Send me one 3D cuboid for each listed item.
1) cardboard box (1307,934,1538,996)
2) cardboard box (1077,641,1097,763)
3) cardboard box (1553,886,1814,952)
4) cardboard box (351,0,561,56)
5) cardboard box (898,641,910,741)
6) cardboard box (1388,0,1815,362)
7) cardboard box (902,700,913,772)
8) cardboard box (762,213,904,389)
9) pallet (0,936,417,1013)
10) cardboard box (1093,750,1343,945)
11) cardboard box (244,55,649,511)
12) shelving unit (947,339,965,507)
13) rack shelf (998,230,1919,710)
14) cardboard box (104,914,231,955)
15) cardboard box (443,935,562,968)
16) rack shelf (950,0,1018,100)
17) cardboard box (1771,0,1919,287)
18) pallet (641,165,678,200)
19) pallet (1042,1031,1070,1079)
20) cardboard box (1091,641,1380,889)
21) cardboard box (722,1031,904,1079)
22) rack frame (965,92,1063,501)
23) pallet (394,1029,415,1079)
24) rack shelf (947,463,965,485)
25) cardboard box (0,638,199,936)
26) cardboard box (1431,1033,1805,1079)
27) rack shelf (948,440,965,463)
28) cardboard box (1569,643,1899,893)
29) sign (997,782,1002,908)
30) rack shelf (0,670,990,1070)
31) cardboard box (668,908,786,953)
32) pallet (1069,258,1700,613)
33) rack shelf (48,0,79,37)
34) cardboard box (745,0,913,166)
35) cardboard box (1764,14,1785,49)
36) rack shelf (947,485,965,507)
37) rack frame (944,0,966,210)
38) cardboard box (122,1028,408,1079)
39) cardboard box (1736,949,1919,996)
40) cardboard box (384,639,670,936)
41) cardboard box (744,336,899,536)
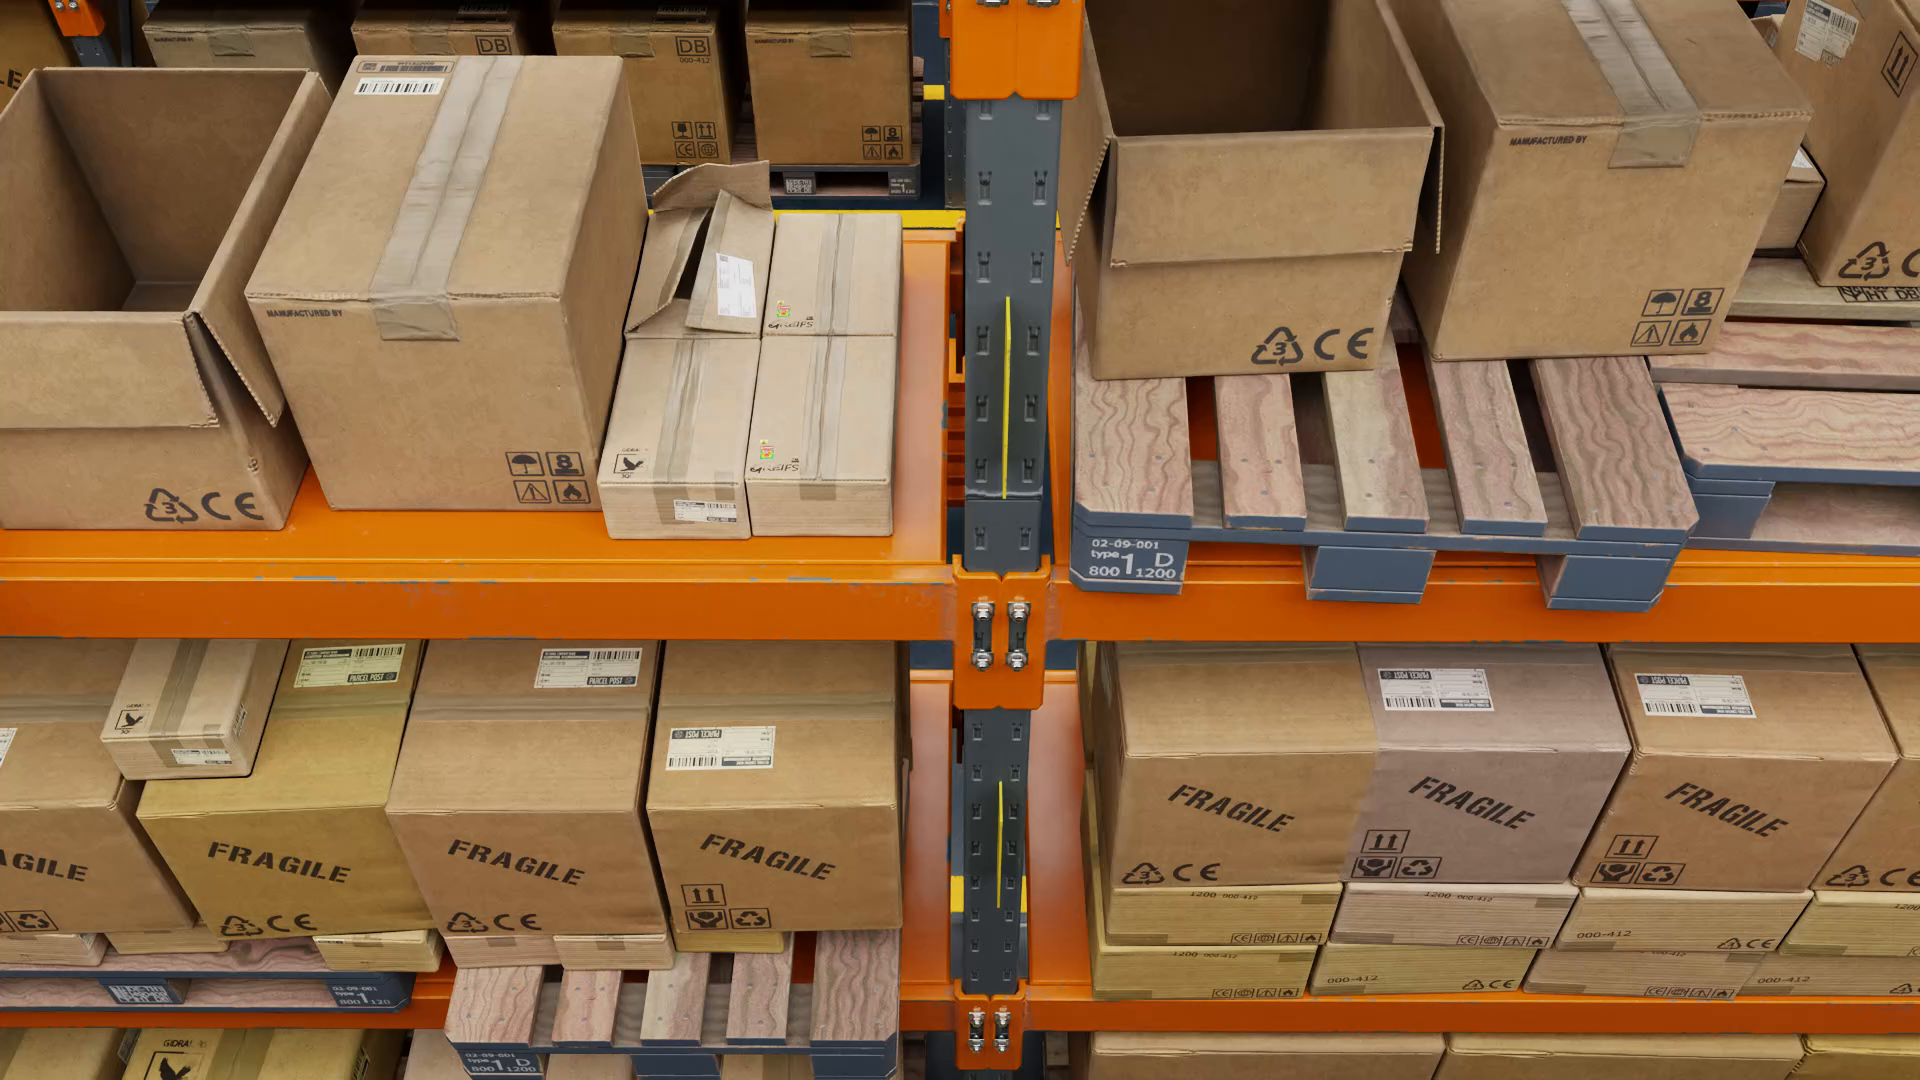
[{"bbox_3d":[1.075,0.817,4.043,0.500,0.250,0.500,-1,47,-1],"label":"cardboard box"},{"bbox_3d":[0.558,0.288,4.194,0.500,0.250,0.500,0,47,0],"label":"cardboard box"},{"bbox_3d":[1.594,0.667,3.841,0.500,0.250,0.500,0,47,0],"label":"cardboard box"},{"bbox_3d":[-2.424,-2.478,8.257,0.750,0.750,1.050,0,47,0],"label":"cardboard box"},{"bbox_3d":[-0.376,0.143,4.010,0.500,0.500,0.500,-1,47,-1],"label":"cardboard box"},{"bbox_3d":[1.064,-0.744,2.989,0.500,0.500,0.700,-2,47,-2],"label":"cardboard box"},{"bbox_3d":[-0.251,0.397,4.216,0.250,0.149,0.380,-2,47,-2],"label":"cardboard box"},{"bbox_3d":[-0.241,-0.470,3.261,0.250,0.149,0.380,0,47,0],"label":"cardboard box"},{"bbox_3d":[-1.907,0.682,4.197,1.213,0.211,1.003,0,47,0],"label":"pallet"},{"bbox_3d":[0.579,0.655,3.852,0.500,0.250,0.500,0,47,0],"label":"cardboard box"},{"bbox_3d":[-0.875,-0.474,3.025,0.500,0.500,0.700,0,47,0],"label":"cardboard box"},{"bbox_3d":[-0.014,-0.409,6.311,0.189,1.200,0.258,0,47,0],"label":"shelving unit"},{"bbox_3d":[2.073,-0.180,3.310,4.000,0.370,1.077,0,47,0],"label":"rack shelf"},{"bbox_3d":[-1.805,0.759,3.879,0.250,0.149,0.380,-1,47,-1],"label":"cardboard box"},{"bbox_3d":[-1.028,0.783,3.856,0.250,0.149,0.380,-2,47,-2],"label":"cardboard box"},{"bbox_3d":[-1.927,-1.076,2.369,4.000,0.370,1.077,0,47,0],"label":"rack shelf"},{"bbox_3d":[1.837,-0.815,3.055,0.500,0.500,0.500,1,47,1],"label":"cardboard box"},{"bbox_3d":[-2.015,-2.145,8.602,1.213,0.211,1.003,0,47,0],"label":"pallet"},{"bbox_3d":[0.861,1.599,5.117,1.213,0.211,1.003,0,47,0],"label":"pallet"},{"bbox_3d":[0.565,0.397,3.580,0.500,0.500,0.500,-1,47,-1],"label":"cardboard box"},{"bbox_3d":[-0.492,1.335,4.966,0.625,0.372,0.950,-3,47,-3],"label":"cardboard box"},{"bbox_3d":[0.073,-1.452,1.954,0.127,3.000,1.000,0,47,0],"label":"rack frame"},{"bbox_3d":[-1.925,1.533,5.179,1.213,0.211,1.003,0,47,0],"label":"pallet"},{"bbox_3d":[-0.014,-0.297,6.431,0.180,0.103,0.258,0,47,0],"label":"rack shelf"},{"bbox_3d":[-1.950,0.519,3.659,0.500,0.500,0.500,-2,47,-1],"label":"cardboard box"},{"bbox_3d":[1.655,1.241,4.711,0.875,0.875,0.875,1,47,1],"label":"cardboard box"},{"bbox_3d":[-0.014,-0.379,6.343,0.180,0.103,0.258,0,47,0],"label":"rack shelf"},{"bbox_3d":[1.579,0.404,3.573,0.500,0.500,0.500,1,47,1],"label":"cardboard box"},{"bbox_3d":[0.080,0.621,3.385,0.005,0.325,0.100,0,47,0],"label":"sign"},{"bbox_3d":[-1.927,0.831,4.418,4.000,0.370,1.077,0,47,0],"label":"rack shelf"},{"bbox_3d":[-0.524,0.758,3.880,0.250,0.149,0.380,1,47,1],"label":"cardboard box"},{"bbox_3d":[0.717,-0.403,3.156,1.003,0.211,1.213,2,47,2],"label":"pallet"},{"bbox_3d":[-6.010,-2.803,7.801,4.000,0.370,1.077,0,47,0],"label":"rack shelf"},{"bbox_3d":[-0.618,-2.476,8.255,0.750,0.750,1.050,0,47,0],"label":"cardboard box"},{"bbox_3d":[4.307,-2.526,8.509,0.250,0.149,0.380,1,47,1],"label":"cardboard box"},{"bbox_3d":[-0.014,-0.215,6.519,0.180,0.103,0.258,0,47,0],"label":"rack shelf"},{"bbox_3d":[-0.010,-3.032,7.523,0.127,3.000,1.000,0,47,0],"label":"rack frame"},{"bbox_3d":[-1.988,1.333,4.969,0.625,0.372,0.950,2,47,1],"label":"cardboard box"},{"bbox_3d":[2.093,0.821,4.039,0.500,0.250,0.500,0,47,0],"label":"cardboard box"},{"bbox_3d":[-0.900,0.522,3.656,0.500,0.500,0.500,-1,47,0],"label":"cardboard box"},{"bbox_3d":[-0.243,-0.192,3.002,0.250,0.149,0.380,0,47,0],"label":"cardboard box"}]
